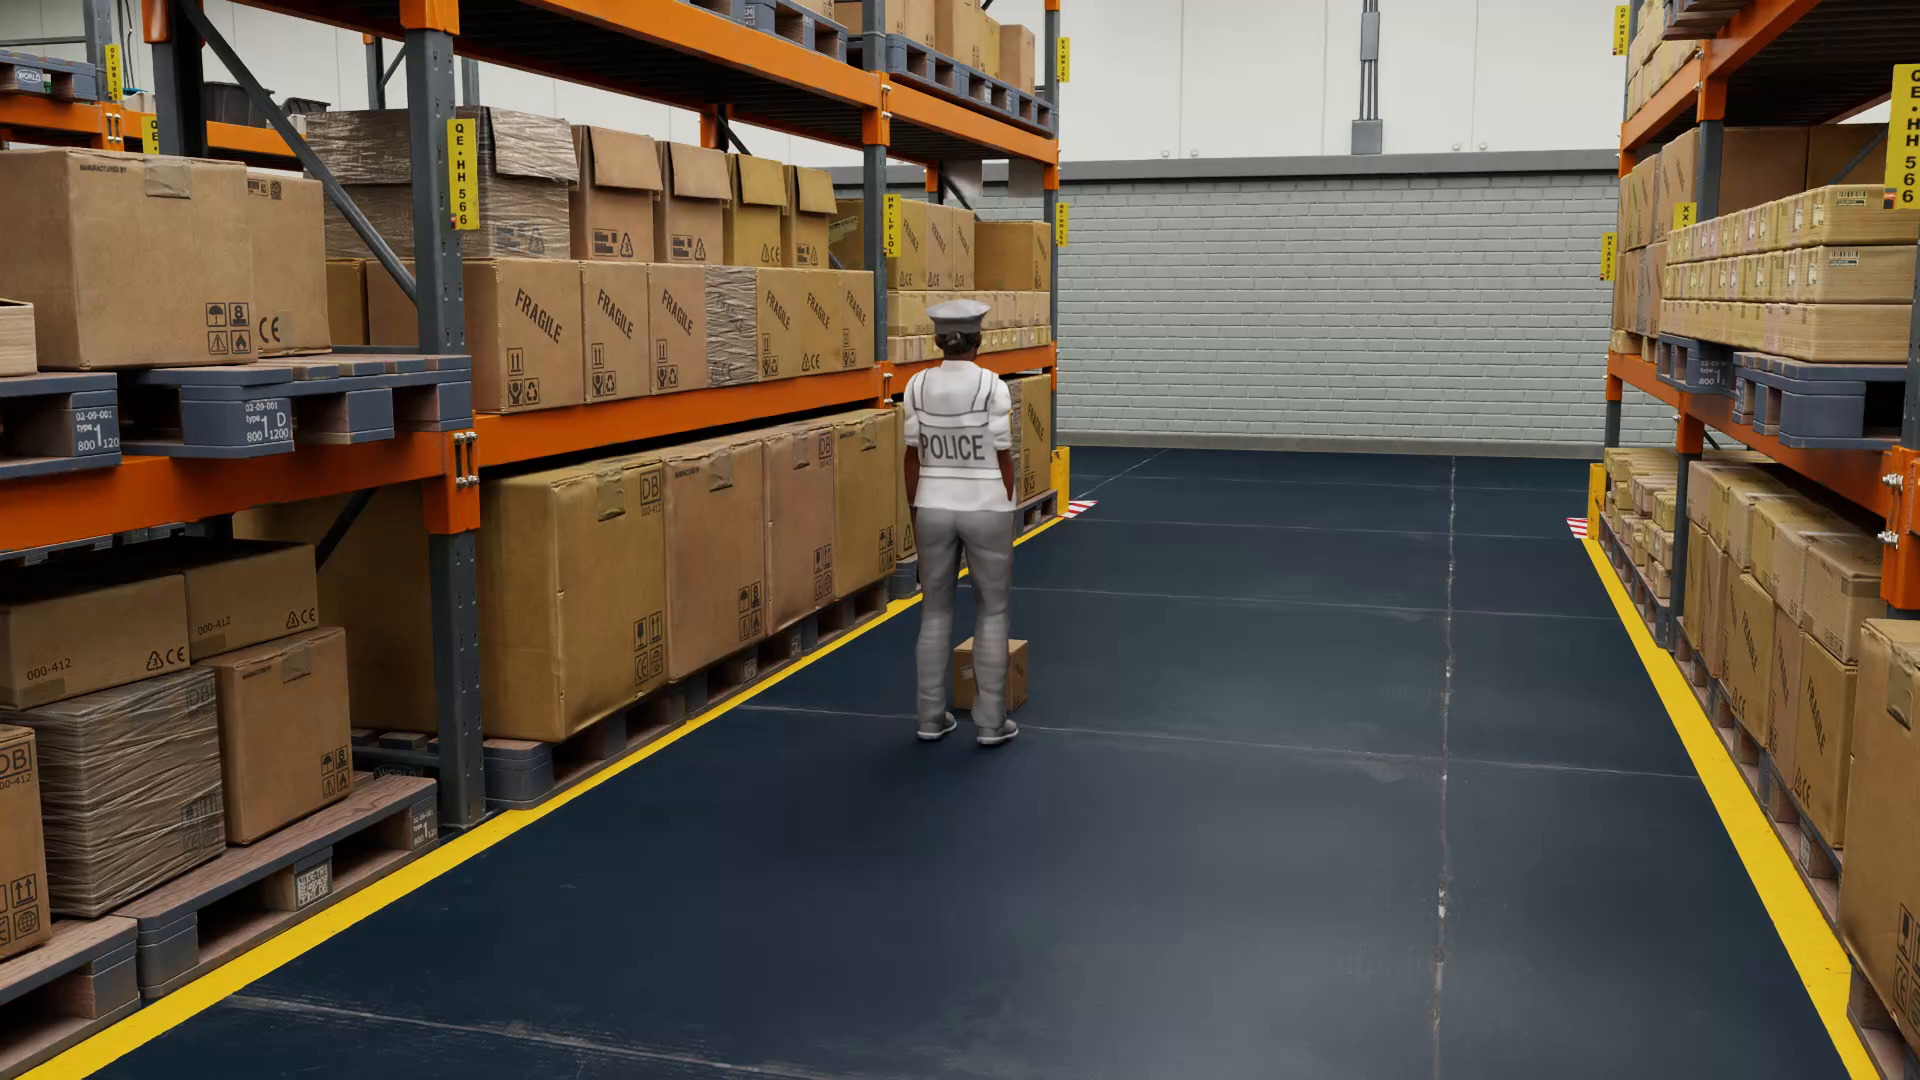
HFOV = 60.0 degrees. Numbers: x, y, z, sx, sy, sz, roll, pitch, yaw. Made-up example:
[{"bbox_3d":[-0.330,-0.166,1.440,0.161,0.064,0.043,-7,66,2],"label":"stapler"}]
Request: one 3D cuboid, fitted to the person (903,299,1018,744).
[{"bbox_3d":[0.002,-0.068,6.298,0.437,1.672,0.341,3,9,17],"label":"person"}]
